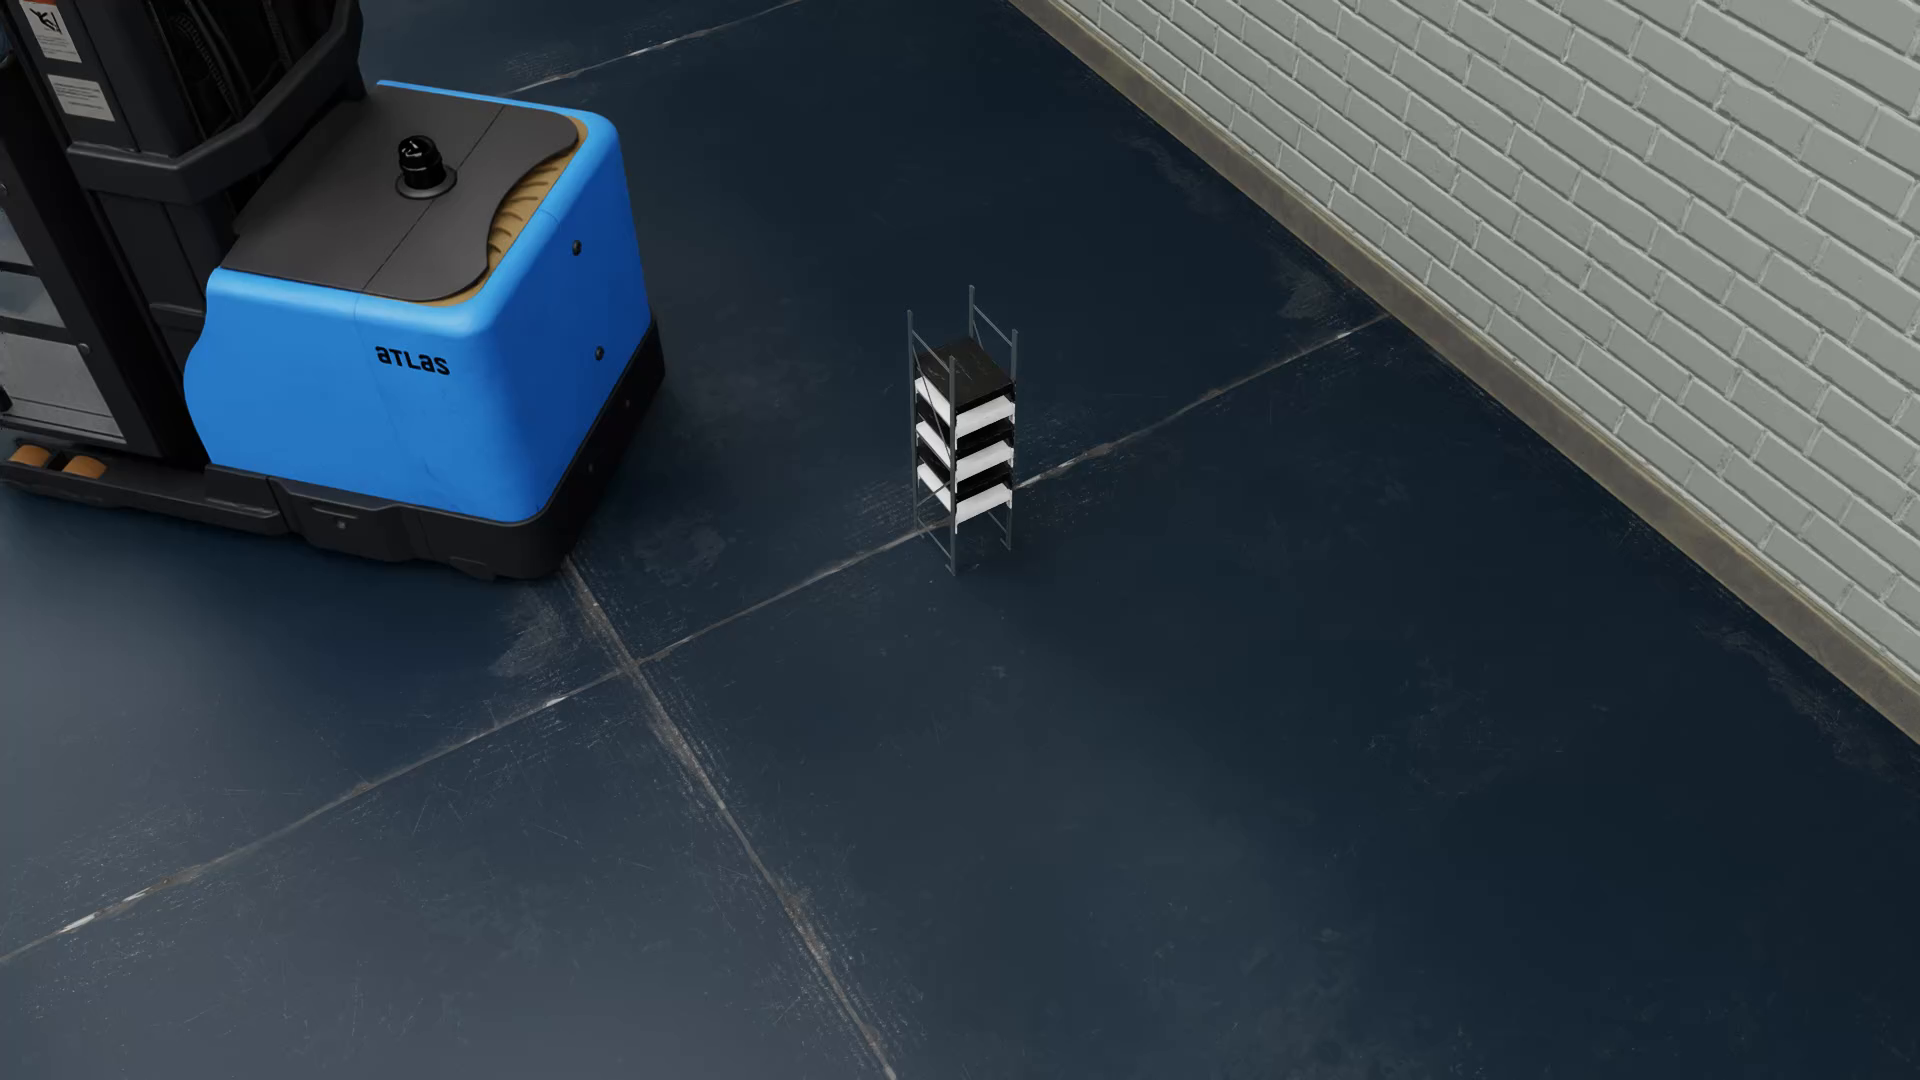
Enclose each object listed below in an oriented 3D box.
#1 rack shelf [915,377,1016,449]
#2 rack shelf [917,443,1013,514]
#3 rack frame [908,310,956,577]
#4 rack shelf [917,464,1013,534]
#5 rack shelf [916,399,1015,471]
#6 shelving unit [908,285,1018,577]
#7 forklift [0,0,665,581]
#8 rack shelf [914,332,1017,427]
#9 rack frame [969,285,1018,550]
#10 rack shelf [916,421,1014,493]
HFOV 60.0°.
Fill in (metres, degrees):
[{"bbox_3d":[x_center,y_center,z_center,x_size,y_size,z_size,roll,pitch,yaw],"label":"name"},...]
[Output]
[{"bbox_3d":[0.007,-0.400,4.807,0.200,0.077,0.258,-25,53,-21],"label":"rack shelf"},{"bbox_3d":[0.007,-0.220,5.009,0.200,0.077,0.258,-25,53,-21],"label":"rack shelf"},{"bbox_3d":[-0.079,-0.262,4.881,0.006,0.900,0.240,-25,53,-21],"label":"rack frame"},{"bbox_3d":[0.007,-0.161,5.076,0.200,0.077,0.258,-25,53,-21],"label":"rack shelf"},{"bbox_3d":[0.007,-0.340,4.874,0.200,0.077,0.258,-25,53,-21],"label":"rack shelf"},{"bbox_3d":[0.007,-0.302,4.917,0.210,0.900,0.258,-25,53,-21],"label":"shelving unit"},{"bbox_3d":[-2.577,-1.454,4.582,3.031,2.935,1.130,11,49,10],"label":"forklift"},{"bbox_3d":[0.007,-0.460,4.740,0.200,0.077,0.258,-25,53,-21],"label":"rack shelf"},{"bbox_3d":[0.093,-0.343,4.953,0.006,0.900,0.240,-25,53,-21],"label":"rack frame"},{"bbox_3d":[0.007,-0.280,4.942,0.200,0.077,0.258,-25,53,-21],"label":"rack shelf"}]
